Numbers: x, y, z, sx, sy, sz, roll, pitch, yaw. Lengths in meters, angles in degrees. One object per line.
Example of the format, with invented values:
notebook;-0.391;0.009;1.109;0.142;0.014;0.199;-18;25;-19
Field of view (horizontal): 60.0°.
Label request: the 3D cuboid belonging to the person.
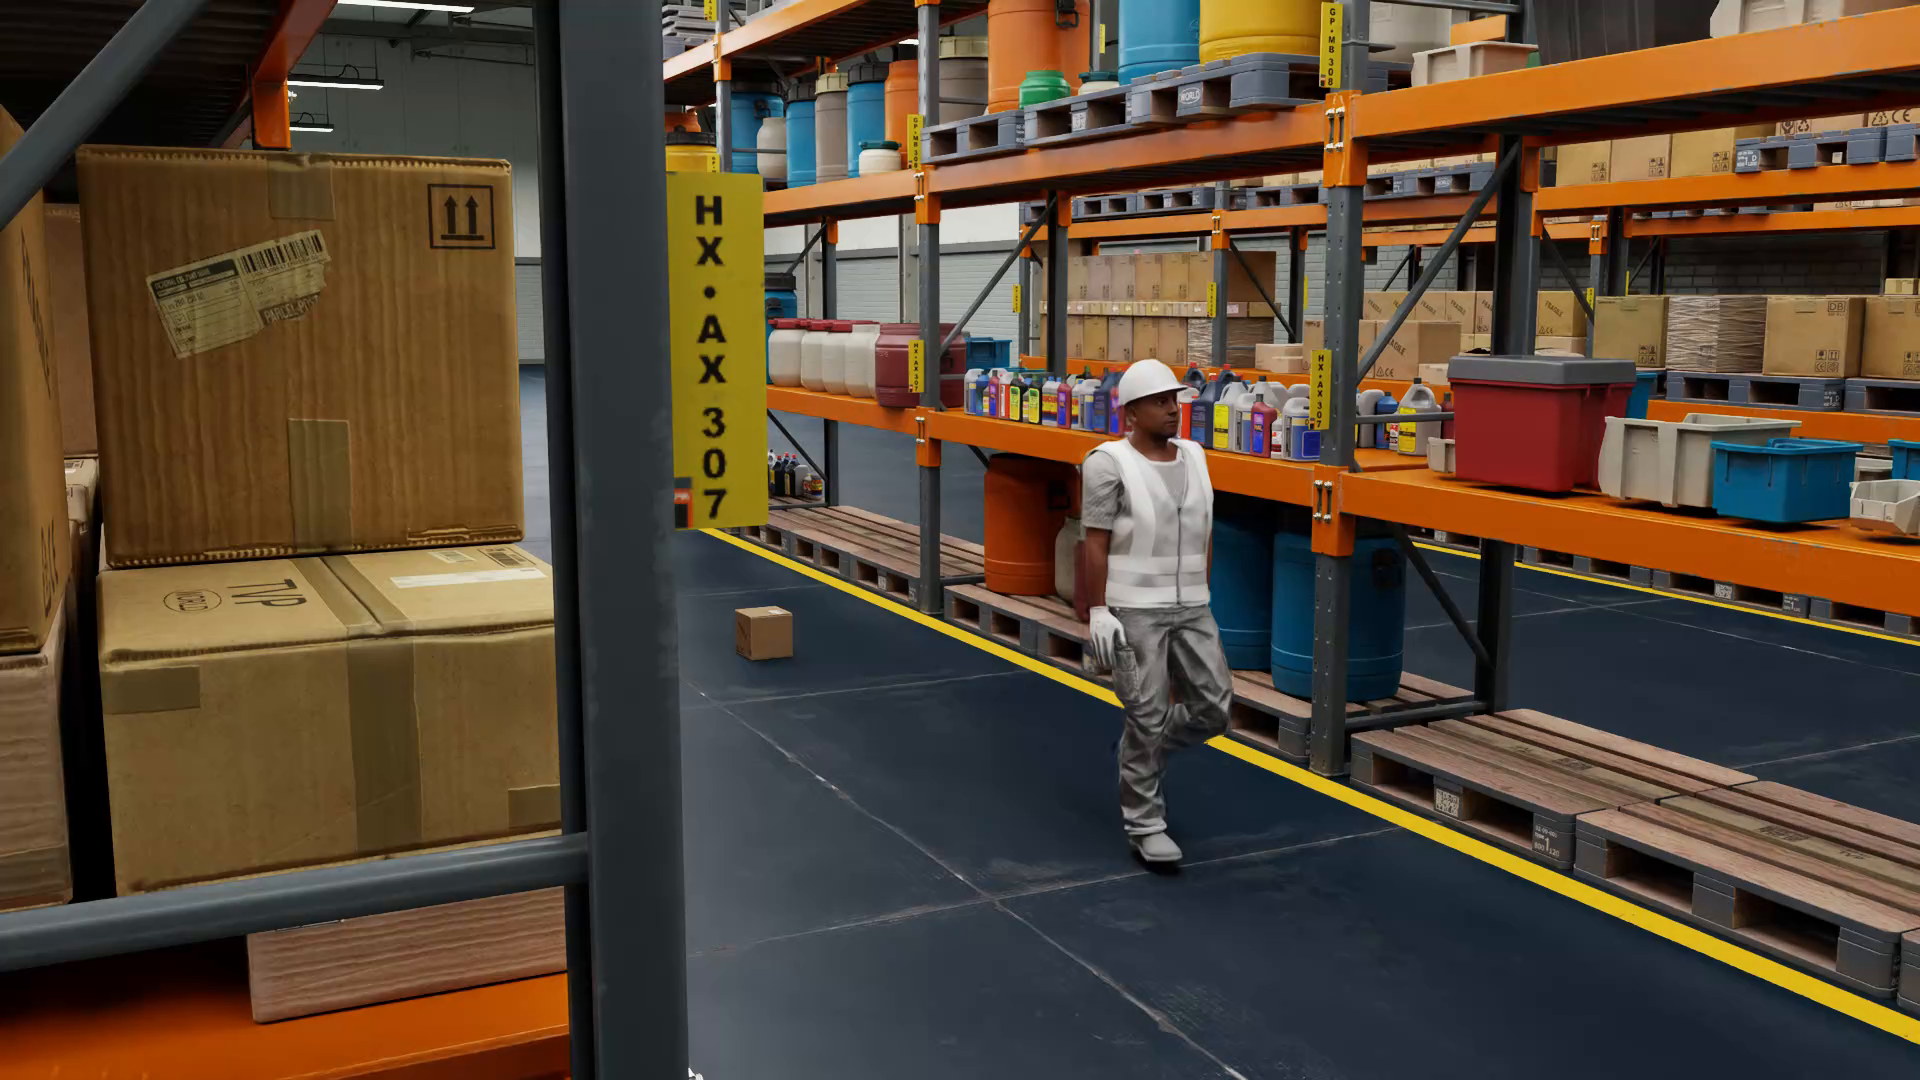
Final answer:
person;0.685;0.211;5.964;0.560;1.712;0.481;-5;10;-28
